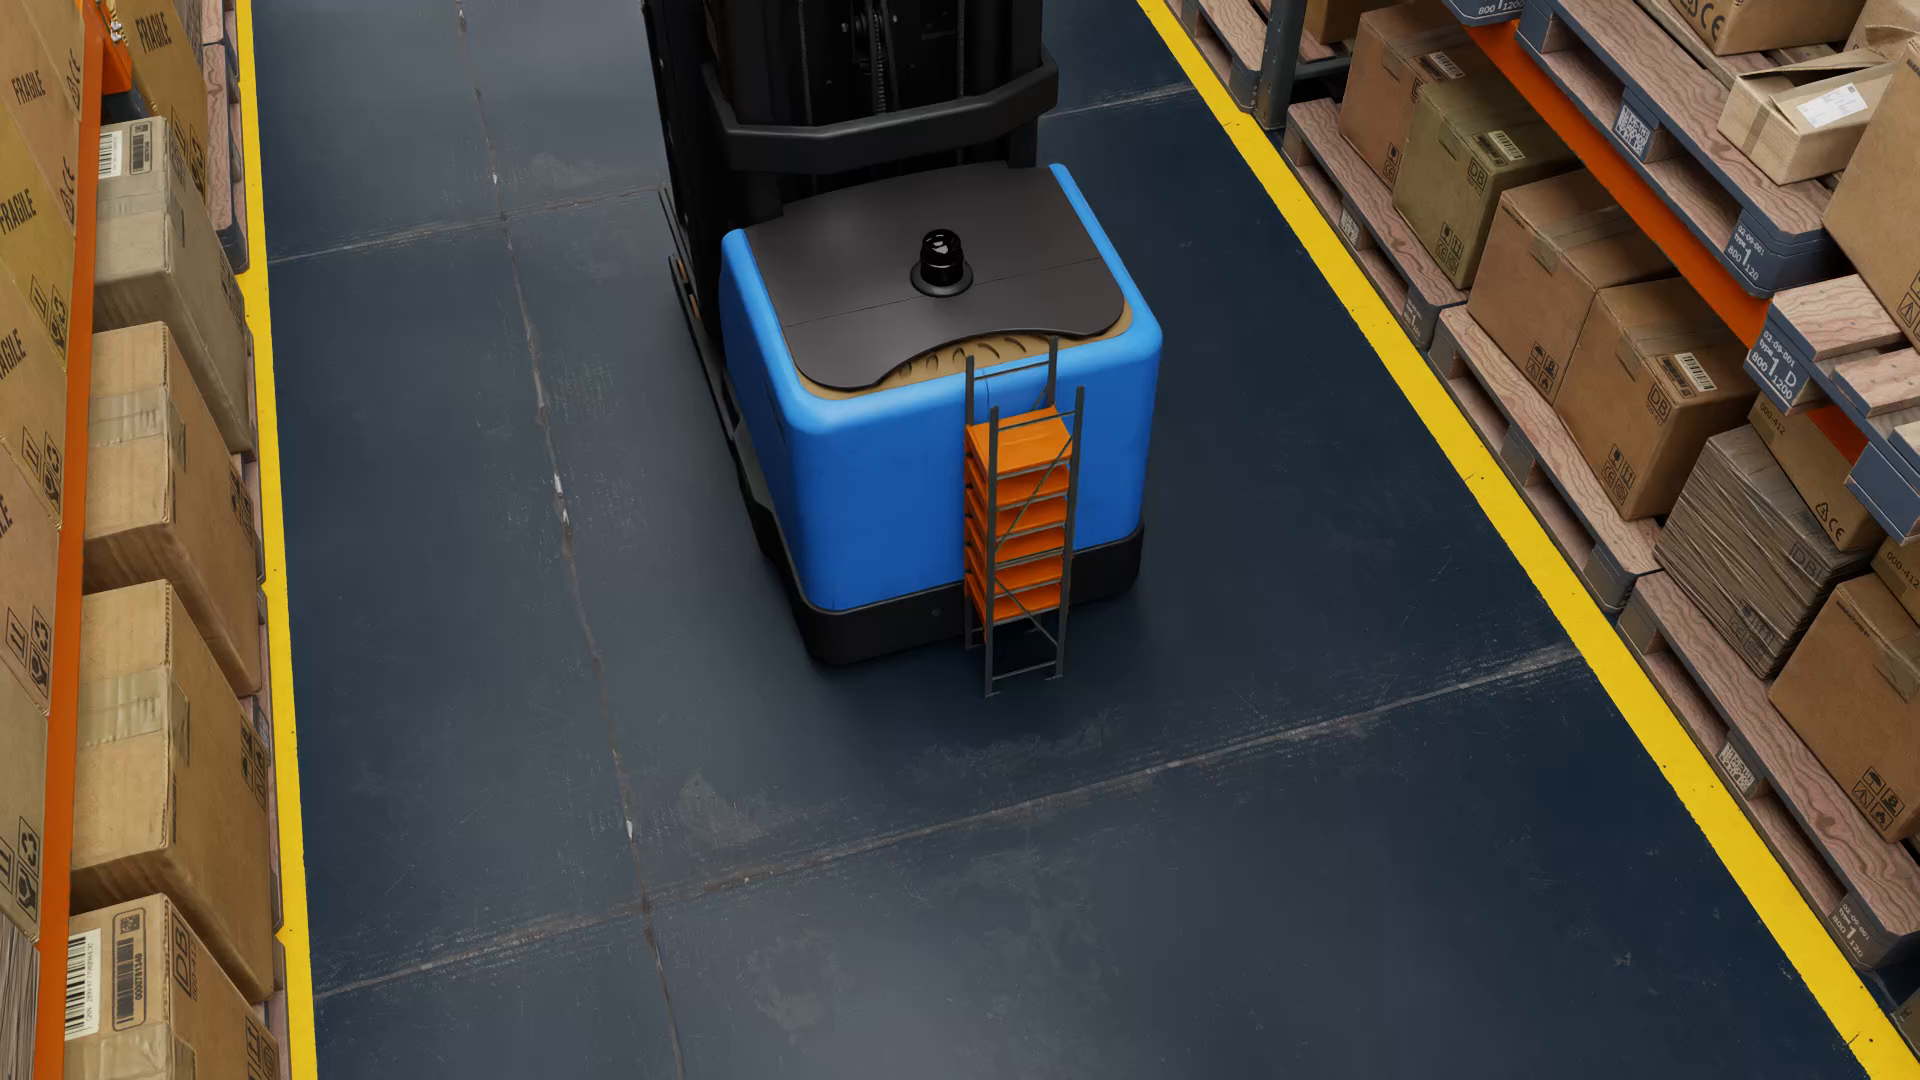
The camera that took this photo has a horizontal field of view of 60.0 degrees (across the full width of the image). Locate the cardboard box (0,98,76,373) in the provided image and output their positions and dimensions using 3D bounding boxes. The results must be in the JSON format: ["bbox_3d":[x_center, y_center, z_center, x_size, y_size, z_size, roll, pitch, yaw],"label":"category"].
[{"bbox_3d":[-2.387,-0.669,3.787,0.500,0.500,0.500,-13,51,-11],"label":"cardboard box"}]

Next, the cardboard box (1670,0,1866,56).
[{"bbox_3d":[2.273,-1.667,4.351,0.797,0.503,0.637,-9,50,-7],"label":"cardboard box"}]

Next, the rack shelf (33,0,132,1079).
[{"bbox_3d":[-2.504,-0.003,3.762,1.077,0.370,4.000,-13,51,-11],"label":"rack shelf"}]

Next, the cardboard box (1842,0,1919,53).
[{"bbox_3d":[2.579,-1.185,4.111,0.500,0.250,0.500,-15,51,-12],"label":"cardboard box"}]

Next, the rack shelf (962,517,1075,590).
[{"bbox_3d":[0.157,0.007,4.517,0.258,0.103,0.180,-14,51,-12],"label":"rack shelf"}]

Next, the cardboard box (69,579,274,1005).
[{"bbox_3d":[-2.269,0.712,3.884,1.050,0.750,0.750,-13,51,-10],"label":"cardboard box"}]

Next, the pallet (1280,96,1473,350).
[{"bbox_3d":[1.904,-1.277,6.188,1.003,0.211,1.213,-13,51,-11],"label":"pallet"}]

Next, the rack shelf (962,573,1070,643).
[{"bbox_3d":[0.157,0.162,4.701,0.258,0.103,0.180,-14,51,-12],"label":"rack shelf"}]

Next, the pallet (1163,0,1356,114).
[{"bbox_3d":[1.440,-2.327,7.074,1.003,0.211,1.213,-13,51,-11],"label":"pallet"}]

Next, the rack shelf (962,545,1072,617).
[{"bbox_3d":[0.157,0.084,4.609,0.258,0.103,0.180,-14,51,-12],"label":"rack shelf"}]

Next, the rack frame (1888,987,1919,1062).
[{"bbox_3d":[2.855,0.178,3.138,1.000,3.000,0.127,-13,51,-11],"label":"rack frame"}]

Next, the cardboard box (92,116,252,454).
[{"bbox_3d":[-2.826,-0.673,5.052,1.050,0.750,0.750,-14,51,-11],"label":"cardboard box"}]

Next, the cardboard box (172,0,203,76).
[{"bbox_3d":[-3.485,-2.279,6.325,0.875,0.875,0.875,-13,51,-11],"label":"cardboard box"}]

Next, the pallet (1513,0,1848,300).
[{"bbox_3d":[2.230,-1.197,4.423,1.003,0.211,1.213,-13,51,-11],"label":"pallet"}]

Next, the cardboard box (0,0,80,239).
[{"bbox_3d":[-2.537,-1.039,4.098,0.500,0.500,0.500,-14,51,-11],"label":"cardboard box"}]

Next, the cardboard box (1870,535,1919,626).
[{"bbox_3d":[2.628,0.117,4.046,0.500,0.250,0.500,-11,51,-9],"label":"cardboard box"}]

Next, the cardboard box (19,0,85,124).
[{"bbox_3d":[-2.686,-1.408,4.409,0.500,0.500,0.500,-14,51,-11],"label":"cardboard box"}]

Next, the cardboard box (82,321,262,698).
[{"bbox_3d":[-2.545,0.032,4.458,1.050,0.750,0.750,-13,51,-11],"label":"cardboard box"}]

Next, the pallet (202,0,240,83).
[{"bbox_3d":[-3.611,-2.263,7.020,1.003,0.211,1.213,-13,51,-11],"label":"pallet"}]

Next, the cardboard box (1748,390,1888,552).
[{"bbox_3d":[2.462,-0.268,4.371,0.500,0.250,0.500,-8,50,-7],"label":"cardboard box"}]

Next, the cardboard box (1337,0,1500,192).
[{"bbox_3d":[1.833,-1.627,6.006,0.700,0.500,0.500,-17,52,-14],"label":"cardboard box"}]

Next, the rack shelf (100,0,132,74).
[{"bbox_3d":[-3.687,-2.925,6.224,1.077,0.370,4.000,-13,51,-11],"label":"rack shelf"}]

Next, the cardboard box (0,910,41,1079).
[{"bbox_3d":[-1.788,0.804,2.545,0.500,0.500,0.500,-13,51,-11],"label":"cardboard box"}]

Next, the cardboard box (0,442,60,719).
[{"bbox_3d":[-2.090,0.065,3.168,0.500,0.500,0.500,-13,51,-11],"label":"cardboard box"}]

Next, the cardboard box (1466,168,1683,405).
[{"bbox_3d":[2.122,-0.865,5.365,0.700,0.500,0.500,-17,52,-14],"label":"cardboard box"}]

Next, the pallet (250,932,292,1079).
[{"bbox_3d":[-2.074,1.531,3.821,1.003,0.211,1.213,-13,51,-11],"label":"pallet"}]

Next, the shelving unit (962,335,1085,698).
[{"bbox_3d":[0.157,-0.022,4.483,0.258,1.200,0.189,-14,51,-12],"label":"shelving unit"}]

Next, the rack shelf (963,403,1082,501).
[{"bbox_3d":[0.157,-0.225,4.242,0.258,0.103,0.180,-14,51,-12],"label":"rack shelf"}]

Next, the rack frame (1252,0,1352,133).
[{"bbox_3d":[1.672,-2.744,5.601,1.000,3.000,0.127,-13,51,-11],"label":"rack frame"}]

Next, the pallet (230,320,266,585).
[{"bbox_3d":[-2.796,-0.251,5.323,1.003,0.211,1.213,-13,51,-11],"label":"pallet"}]

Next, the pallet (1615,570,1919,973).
[{"bbox_3d":[2.625,0.505,4.686,1.003,0.211,1.213,-13,51,-11],"label":"pallet"}]

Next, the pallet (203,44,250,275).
[{"bbox_3d":[-3.246,-1.370,6.267,1.003,0.211,1.213,-13,51,-11],"label":"pallet"}]

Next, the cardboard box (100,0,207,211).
[{"bbox_3d":[-3.215,-1.622,5.770,0.875,0.875,0.875,-13,51,-10],"label":"cardboard box"}]

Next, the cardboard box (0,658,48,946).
[{"bbox_3d":[-1.941,0.434,2.857,0.500,0.500,0.500,-14,51,-11],"label":"cardboard box"}]

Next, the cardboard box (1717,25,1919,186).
[{"bbox_3d":[2.104,-1.071,4.004,0.396,0.266,0.258,-15,51,-12],"label":"cardboard box"}]

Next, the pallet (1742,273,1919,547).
[{"bbox_3d":[2.542,-0.257,3.630,1.213,0.211,1.003,-13,51,-11],"label":"pallet"}]

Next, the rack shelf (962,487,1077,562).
[{"bbox_3d":[0.157,-0.070,4.426,0.258,0.103,0.180,-14,51,-12],"label":"rack shelf"}]

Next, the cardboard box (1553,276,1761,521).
[{"bbox_3d":[2.287,-0.458,5.021,0.700,0.500,0.500,-9,51,-8],"label":"cardboard box"}]

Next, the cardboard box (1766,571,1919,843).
[{"bbox_3d":[2.638,0.357,4.334,0.700,0.500,0.500,-16,52,-13],"label":"cardboard box"}]

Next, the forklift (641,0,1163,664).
[{"bbox_3d":[-0.396,-1.738,4.798,1.130,2.935,3.031,-14,51,-12],"label":"forklift"}]

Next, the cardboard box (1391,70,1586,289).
[{"bbox_3d":[1.956,-1.274,5.709,0.700,0.500,0.500,-14,51,-11],"label":"cardboard box"}]

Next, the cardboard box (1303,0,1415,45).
[{"bbox_3d":[1.592,-2.375,6.650,0.500,0.500,0.500,-15,51,-12],"label":"cardboard box"}]

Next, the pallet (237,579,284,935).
[{"bbox_3d":[-2.431,0.642,4.571,1.003,0.211,1.213,-13,51,-11],"label":"pallet"}]

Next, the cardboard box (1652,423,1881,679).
[{"bbox_3d":[2.461,-0.045,4.674,0.700,0.500,0.500,-17,52,-14],"label":"cardboard box"}]

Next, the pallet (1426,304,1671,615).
[{"bbox_3d":[2.268,-0.384,5.436,1.003,0.211,1.213,-13,51,-11],"label":"pallet"}]

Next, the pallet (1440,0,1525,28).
[{"bbox_3d":[1.759,-2.091,5.176,1.003,0.211,1.213,-13,51,-11],"label":"pallet"}]

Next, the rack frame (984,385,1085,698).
[{"bbox_3d":[0.186,0.045,4.427,0.240,1.200,0.006,-14,51,-12],"label":"rack frame"}]

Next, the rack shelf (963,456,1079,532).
[{"bbox_3d":[0.157,-0.148,4.334,0.258,0.103,0.180,-14,51,-12],"label":"rack shelf"}]

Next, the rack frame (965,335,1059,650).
[{"bbox_3d":[0.129,-0.088,4.539,0.240,1.200,0.006,-14,51,-12],"label":"rack frame"}]

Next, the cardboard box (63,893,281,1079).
[{"bbox_3d":[-2.007,1.350,3.347,1.050,0.750,0.750,-14,51,-11],"label":"cardboard box"}]

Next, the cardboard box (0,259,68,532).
[{"bbox_3d":[-2.235,-0.299,3.475,0.500,0.500,0.500,-14,51,-11],"label":"cardboard box"}]

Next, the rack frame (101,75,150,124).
[{"bbox_3d":[-3.096,-1.696,4.718,1.000,3.000,0.127,-13,51,-11],"label":"rack frame"}]

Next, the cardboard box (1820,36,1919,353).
[{"bbox_3d":[2.396,-0.760,3.589,0.700,0.500,0.500,-7,50,-6],"label":"cardboard box"}]
